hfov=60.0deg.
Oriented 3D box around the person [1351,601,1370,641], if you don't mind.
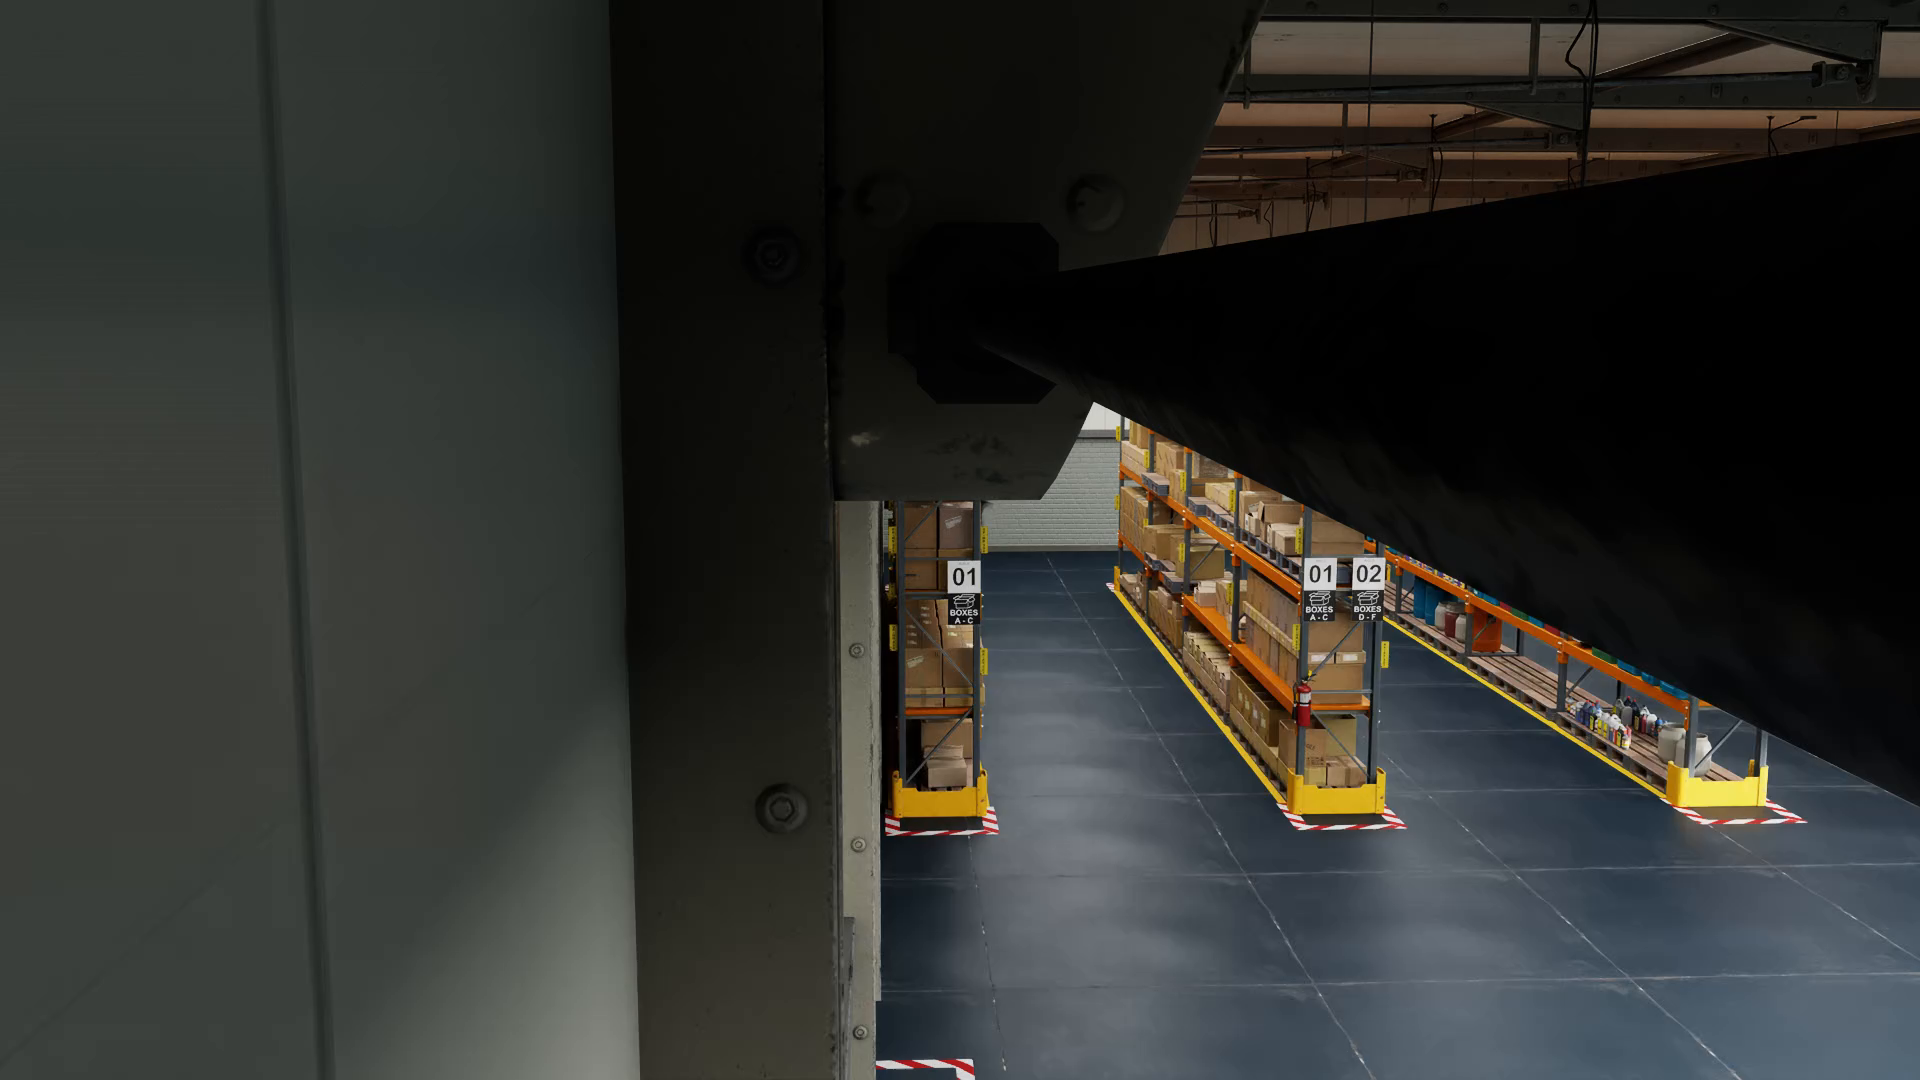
[{"bbox_3d":[7.447,1.122,30.795,0.508,1.561,0.613,-1,8,-5],"label":"person"}]
